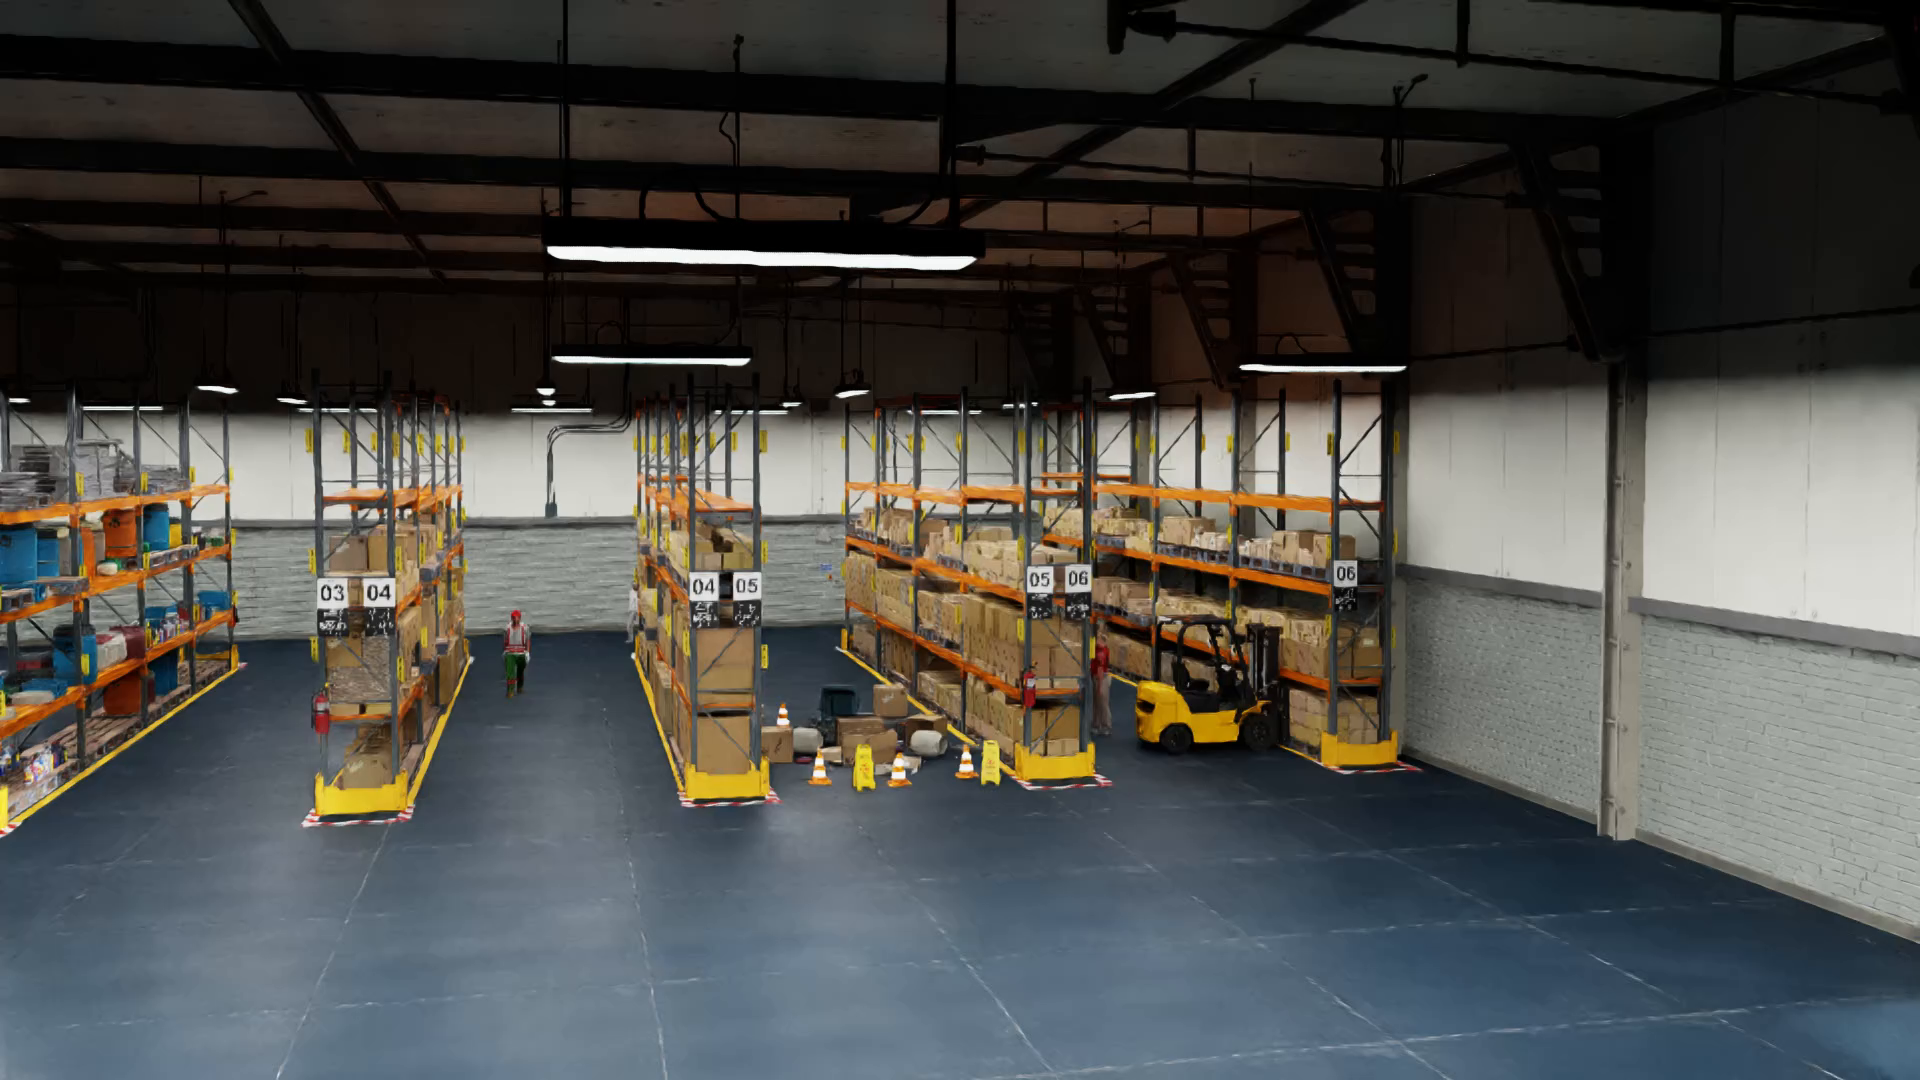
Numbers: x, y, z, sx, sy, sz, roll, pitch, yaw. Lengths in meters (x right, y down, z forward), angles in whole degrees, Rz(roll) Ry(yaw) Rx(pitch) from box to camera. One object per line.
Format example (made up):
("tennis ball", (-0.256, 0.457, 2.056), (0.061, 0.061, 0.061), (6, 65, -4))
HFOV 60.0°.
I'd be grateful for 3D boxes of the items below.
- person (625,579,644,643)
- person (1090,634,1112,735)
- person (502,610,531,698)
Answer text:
("person", (-8.108, 1.772, 41.934), (0.505, 1.610, 0.939), (0, 3, 8))
("person", (2.375, 2.474, 28.713), (0.539, 1.728, 0.635), (1, 3, 12))
("person", (-8.782, 2.226, 32.941), (0.551, 1.707, 1.109), (-1, 3, -15))
